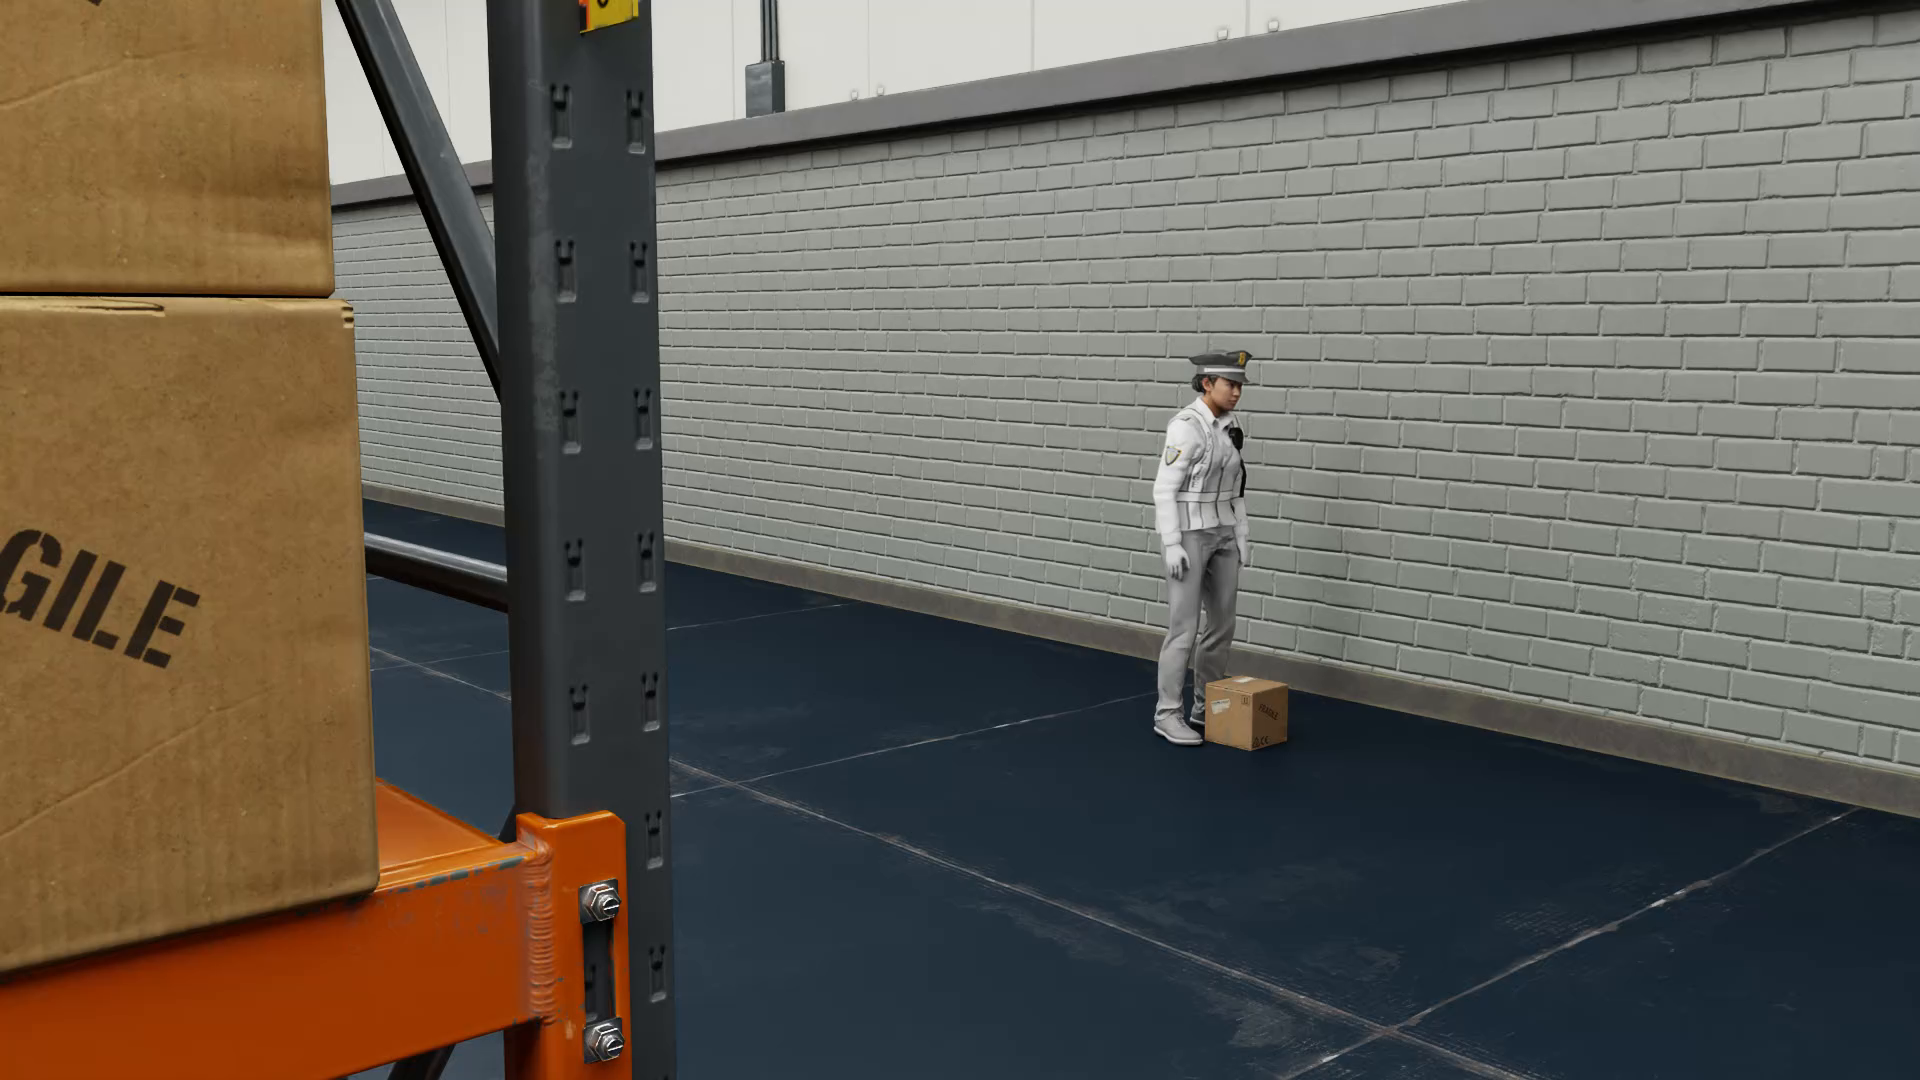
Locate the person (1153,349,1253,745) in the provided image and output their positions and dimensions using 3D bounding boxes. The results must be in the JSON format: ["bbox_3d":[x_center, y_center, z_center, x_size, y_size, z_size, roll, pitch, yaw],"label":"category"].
[{"bbox_3d":[1.052,0.015,7.166,0.530,1.661,0.377,-7,10,-41],"label":"person"}]
